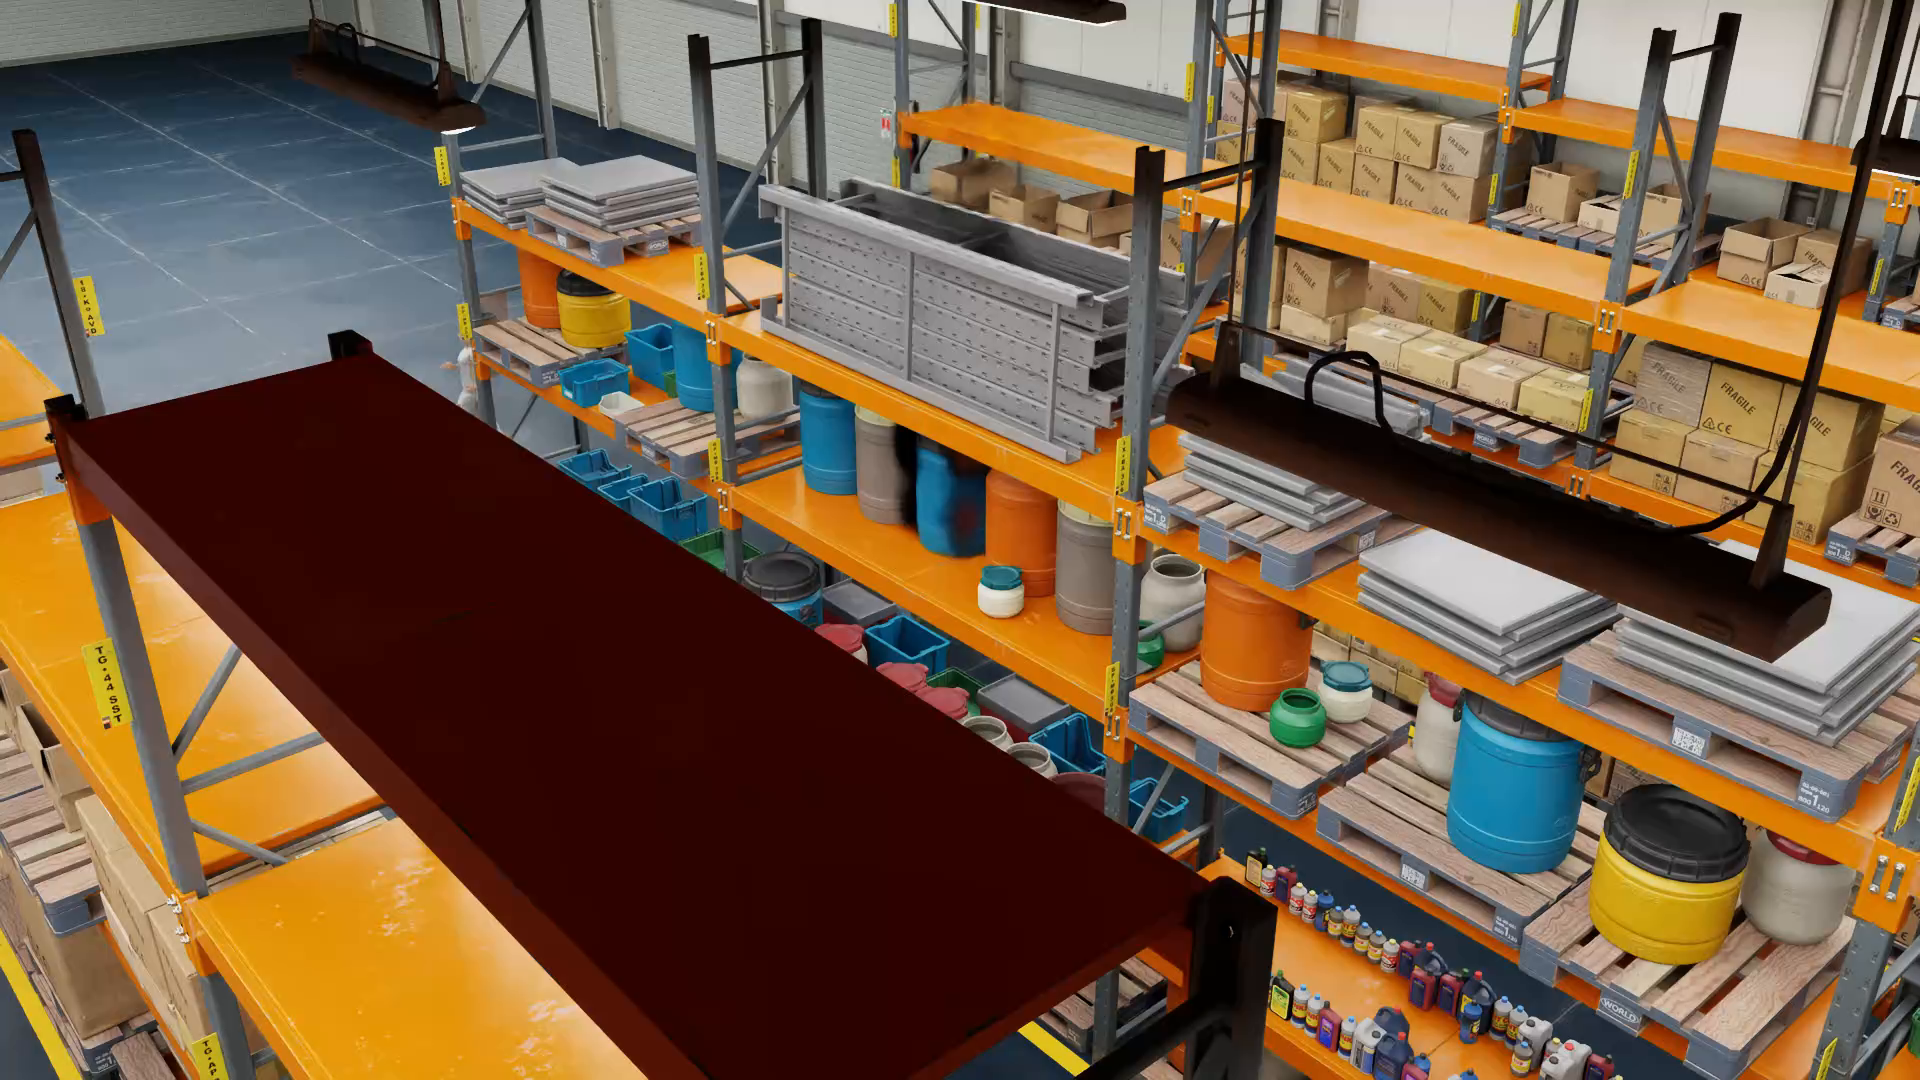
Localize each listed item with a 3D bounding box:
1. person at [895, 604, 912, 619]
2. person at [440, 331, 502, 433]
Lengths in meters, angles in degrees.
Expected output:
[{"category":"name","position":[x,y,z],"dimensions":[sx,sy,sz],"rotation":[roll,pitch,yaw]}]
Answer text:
[{"category":"person","position":[-0.704,0.154,15.371],"dimensions":[0.755,1.828,0.660],"rotation":[22,34,37]},{"category":"person","position":[-5.578,-1.679,19.048],"dimensions":[0.662,1.695,0.545],"rotation":[-4,27,-9]}]
